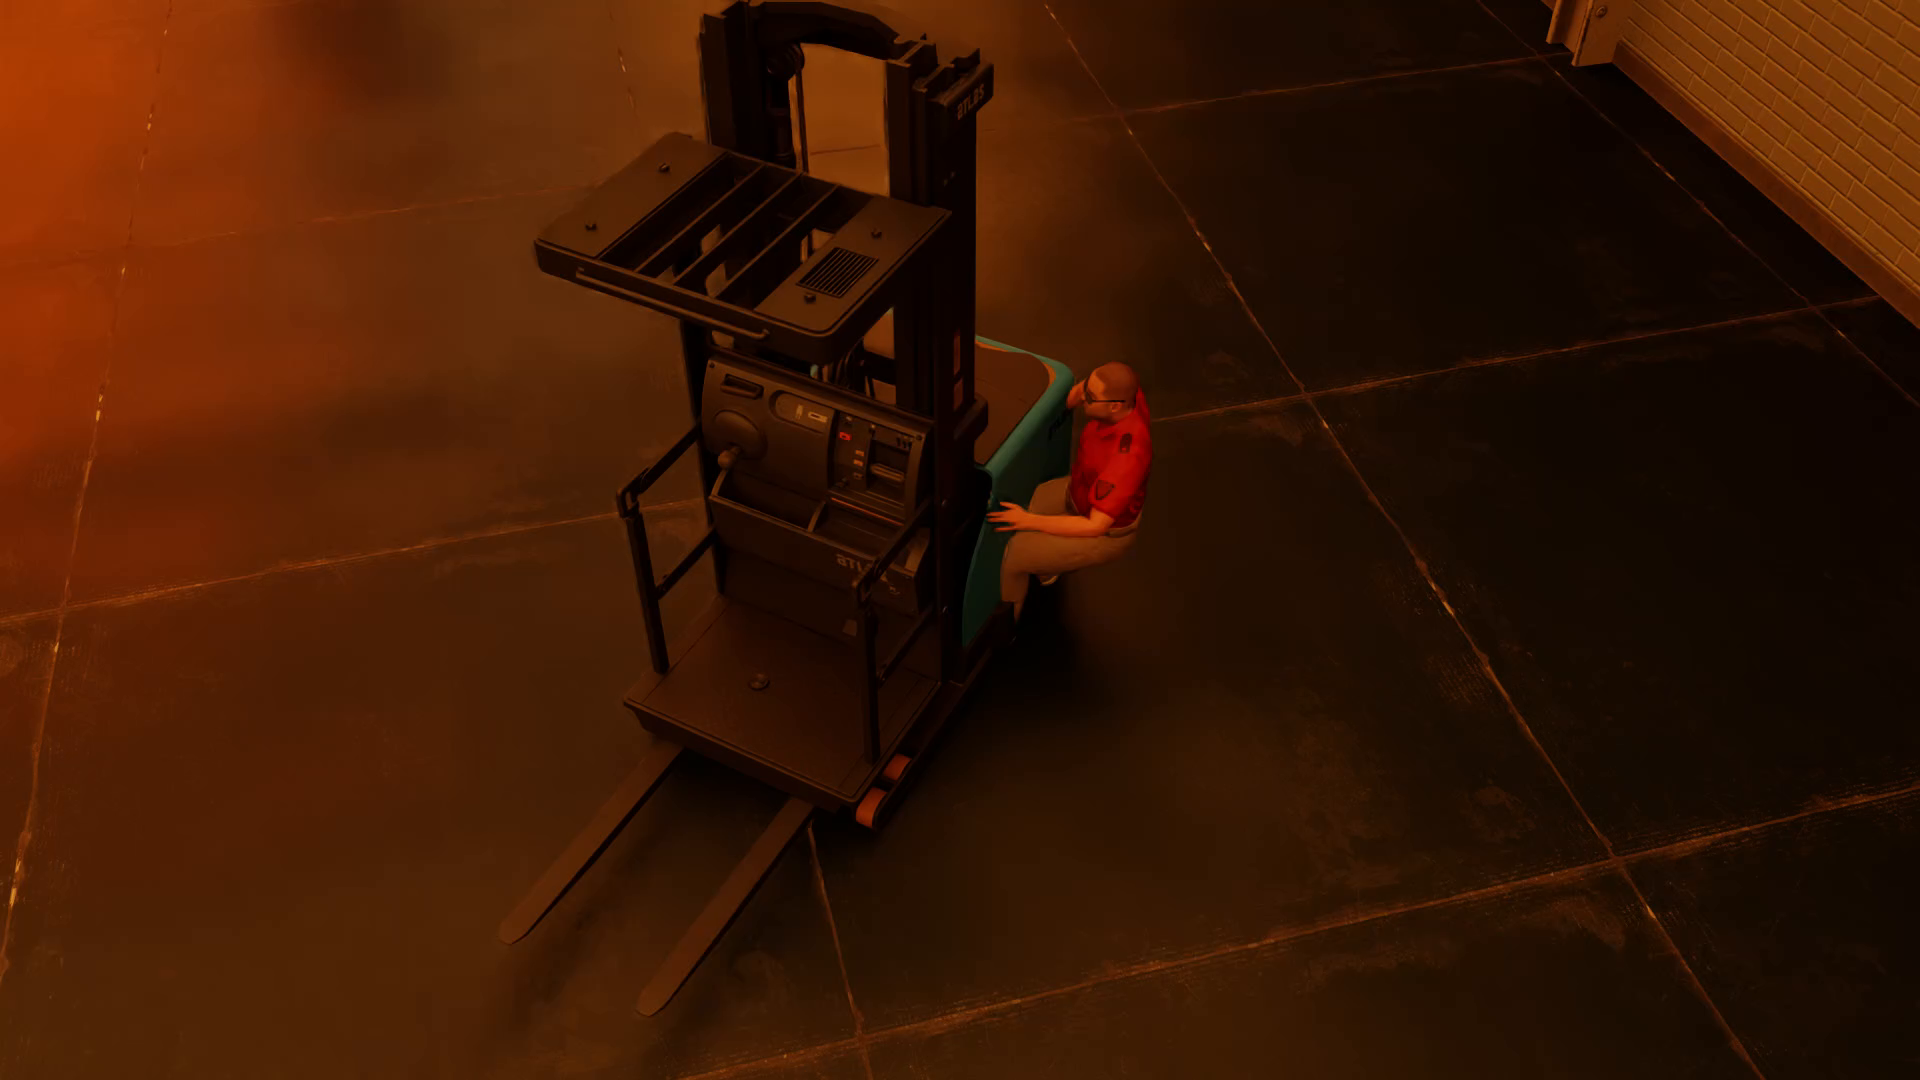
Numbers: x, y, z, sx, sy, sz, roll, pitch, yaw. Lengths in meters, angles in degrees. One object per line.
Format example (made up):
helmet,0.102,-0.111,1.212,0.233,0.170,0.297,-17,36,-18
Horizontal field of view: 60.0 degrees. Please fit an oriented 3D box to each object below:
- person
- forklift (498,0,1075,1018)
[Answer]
person,0.344,-0.137,6.848,0.846,1.491,0.881,-5,44,-5
forklift,-0.643,-0.284,5.946,1.130,2.935,3.031,20,47,20
